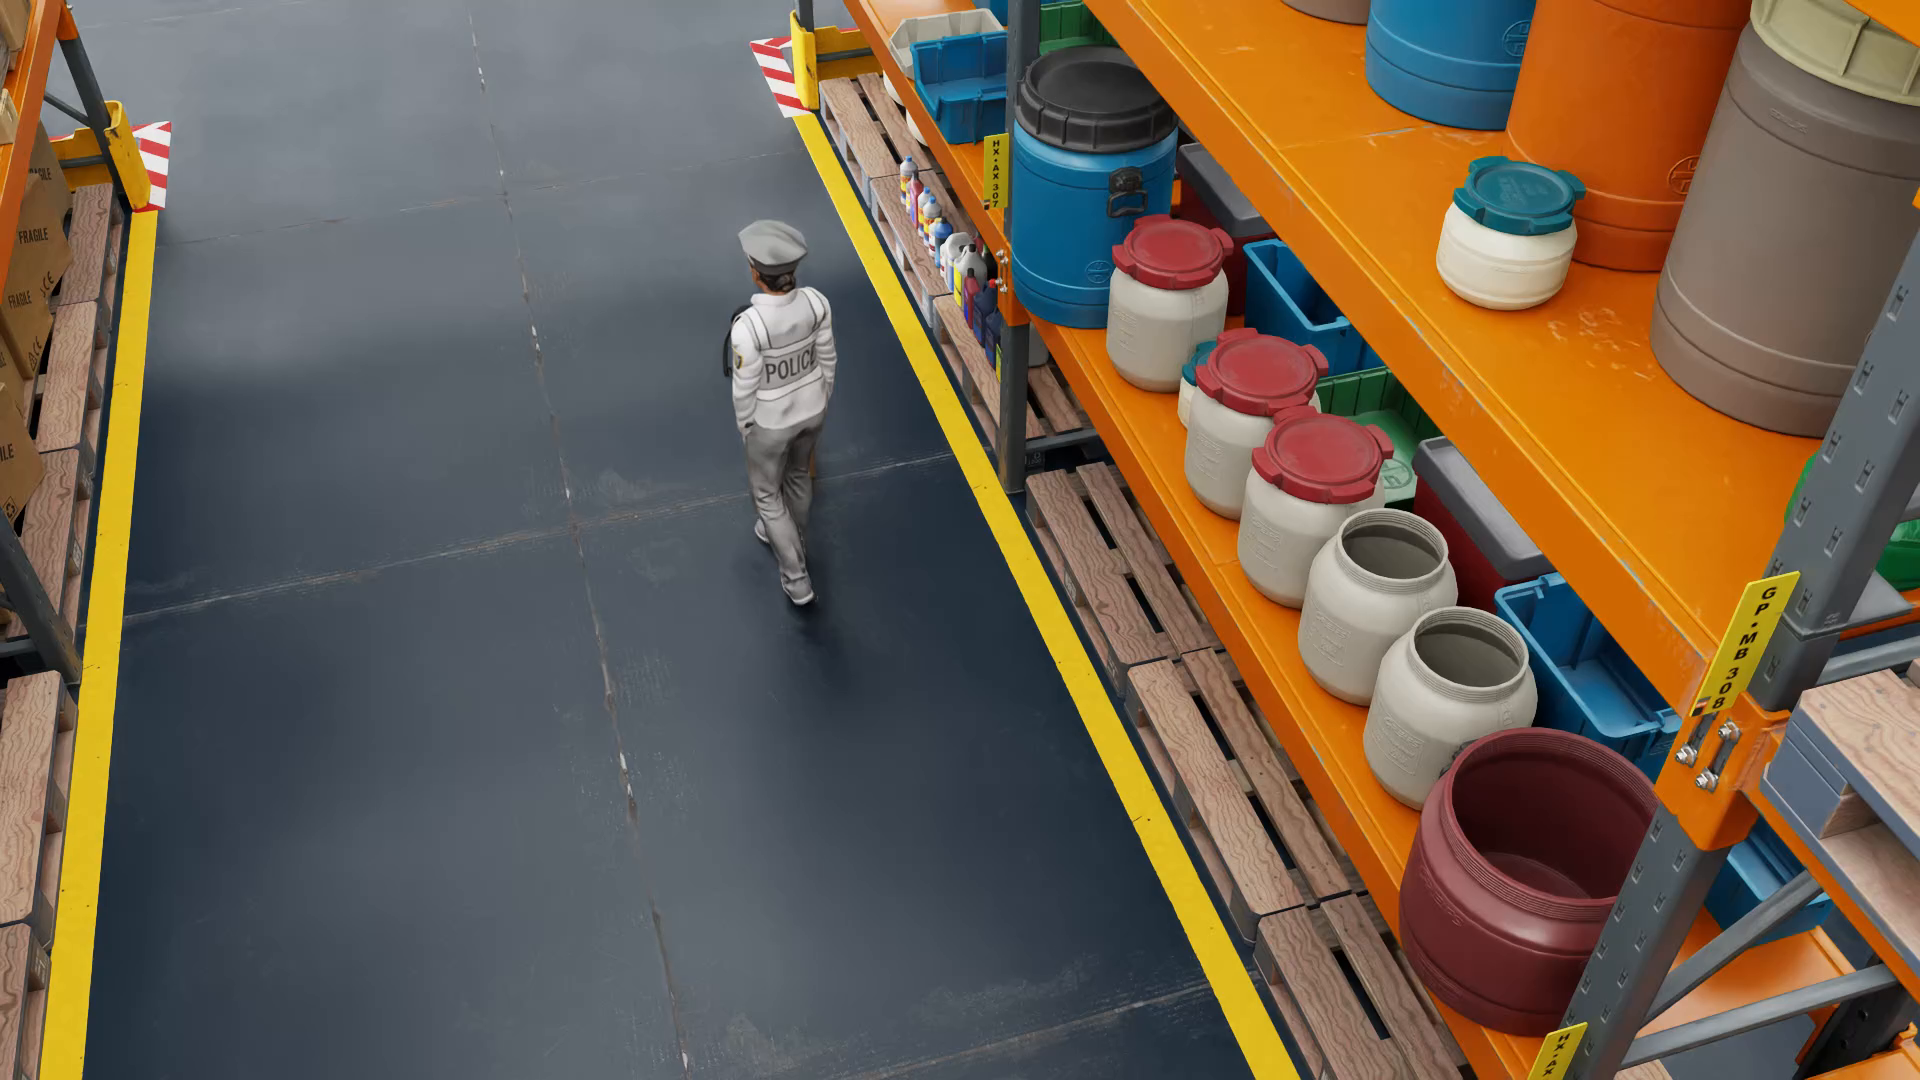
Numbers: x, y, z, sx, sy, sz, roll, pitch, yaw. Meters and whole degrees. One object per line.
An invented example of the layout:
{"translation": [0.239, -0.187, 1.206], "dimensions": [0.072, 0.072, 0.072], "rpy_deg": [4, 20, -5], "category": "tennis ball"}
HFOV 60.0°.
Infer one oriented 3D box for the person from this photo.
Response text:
{"translation": [-0.711, -0.511, 6.698], "dimensions": [0.472, 1.662, 0.608], "rpy_deg": [-31, 51, -29], "category": "person"}
